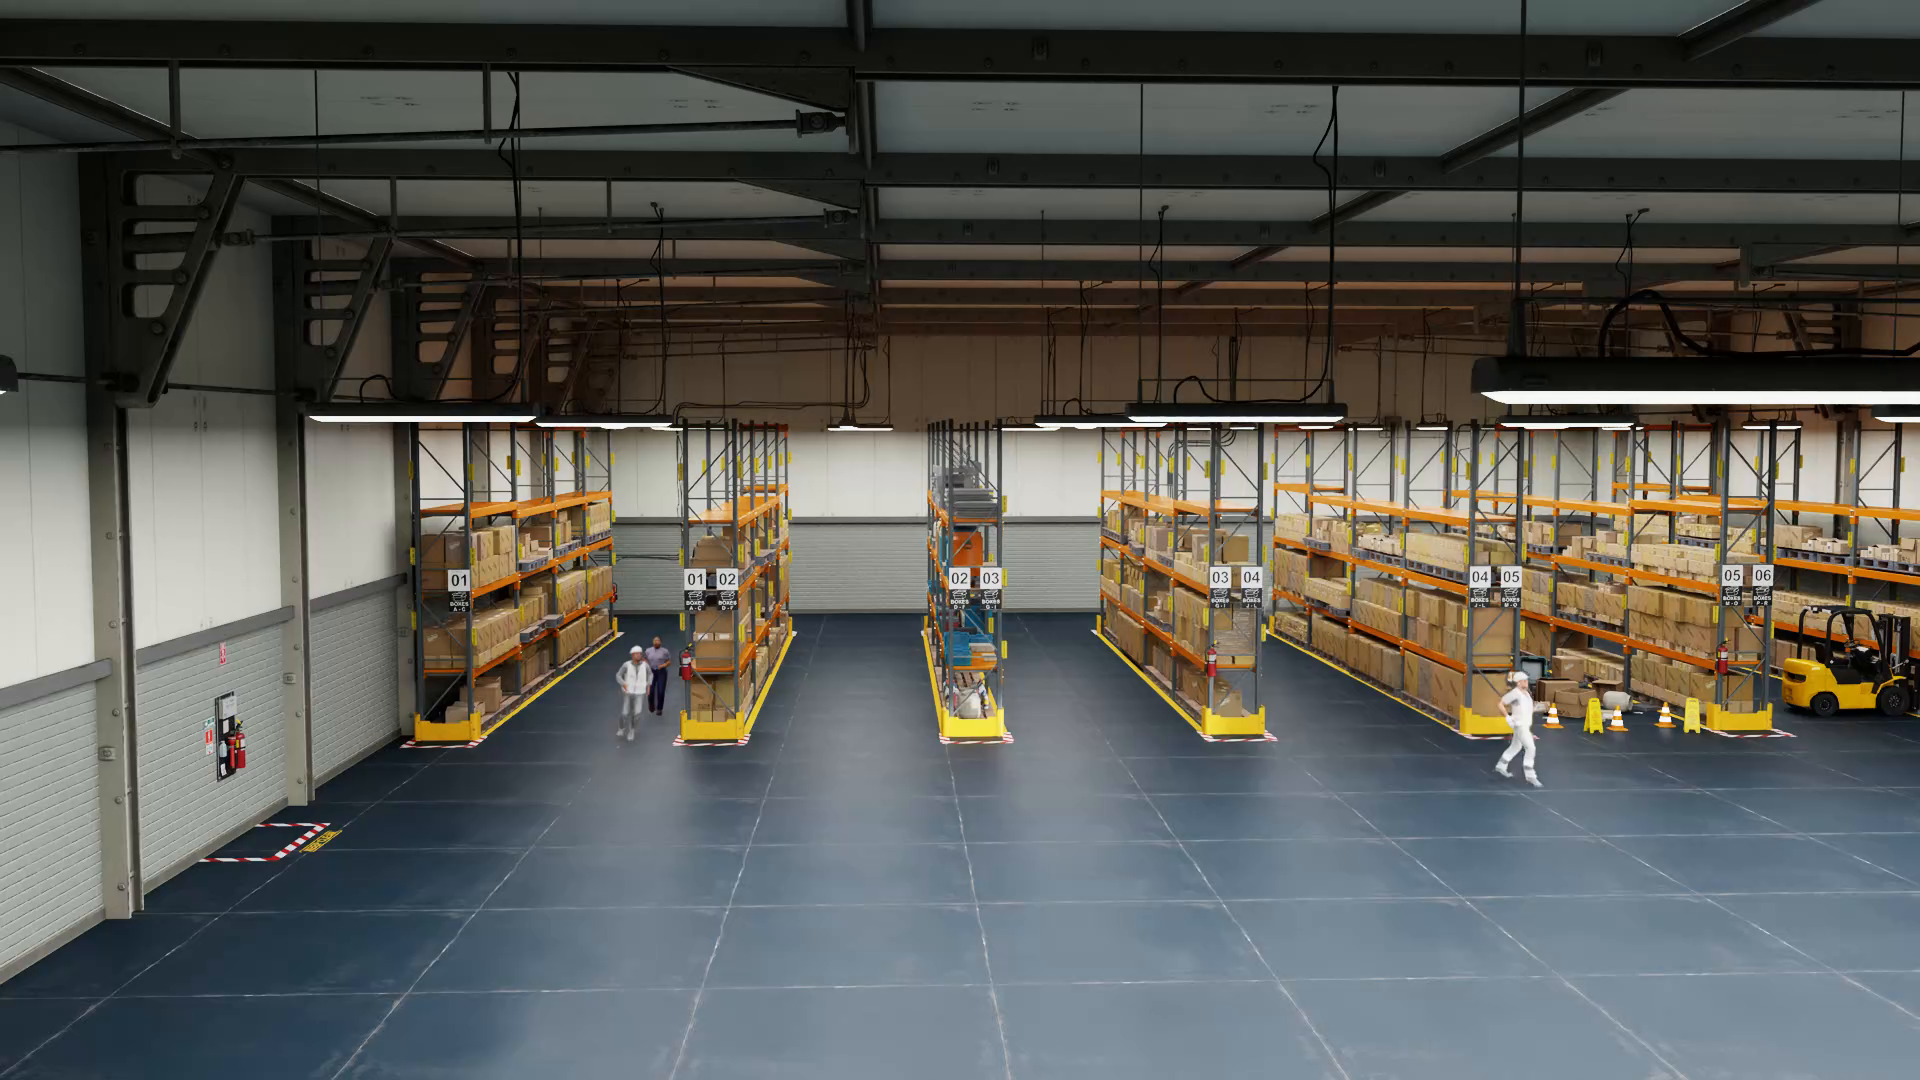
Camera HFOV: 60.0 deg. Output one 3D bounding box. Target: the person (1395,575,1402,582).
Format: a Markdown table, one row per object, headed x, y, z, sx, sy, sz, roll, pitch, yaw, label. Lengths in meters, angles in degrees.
| x | y | z | sx | sy | sz | roll | pitch | yaw | label |
| --- | --- | --- | --- | --- | --- | --- | --- | --- | --- |
| 13.042 | 1.708 | 49.368 | 0.761 | 1.744 | 0.725 | 0 | 4 | 0 | person |

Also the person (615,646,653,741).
| x | y | z | sx | sy | sz | roll | pitch | yaw | label |
| --- | --- | --- | --- | --- | --- | --- | --- | --- | --- |
| -6.089 | 2.869 | 31.150 | 0.713 | 1.774 | 0.667 | -1 | 4 | -15 | person |

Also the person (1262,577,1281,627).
| x | y | z | sx | sy | sz | roll | pitch | yaw | label |
| --- | --- | --- | --- | --- | --- | --- | --- | --- | --- |
| 9.223 | 1.802 | 49.145 | 0.598 | 1.575 | 0.725 | 1 | 4 | 10 | person |

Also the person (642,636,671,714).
| x | y | z | sx | sy | sz | roll | pitch | yaw | label |
| --- | --- | --- | --- | --- | --- | --- | --- | --- | --- |
| -6.163 | 2.752 | 33.750 | 0.592 | 1.609 | 0.583 | -1 | 4 | -8 | person |

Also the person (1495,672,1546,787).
| x | y | z | sx | sy | sz | roll | pitch | yaw | label |
| --- | --- | --- | --- | --- | --- | --- | --- | --- | --- |
| 9.151 | 3.074 | 27.185 | 0.830 | 1.838 | 0.653 | 3 | 5 | 36 | person |
